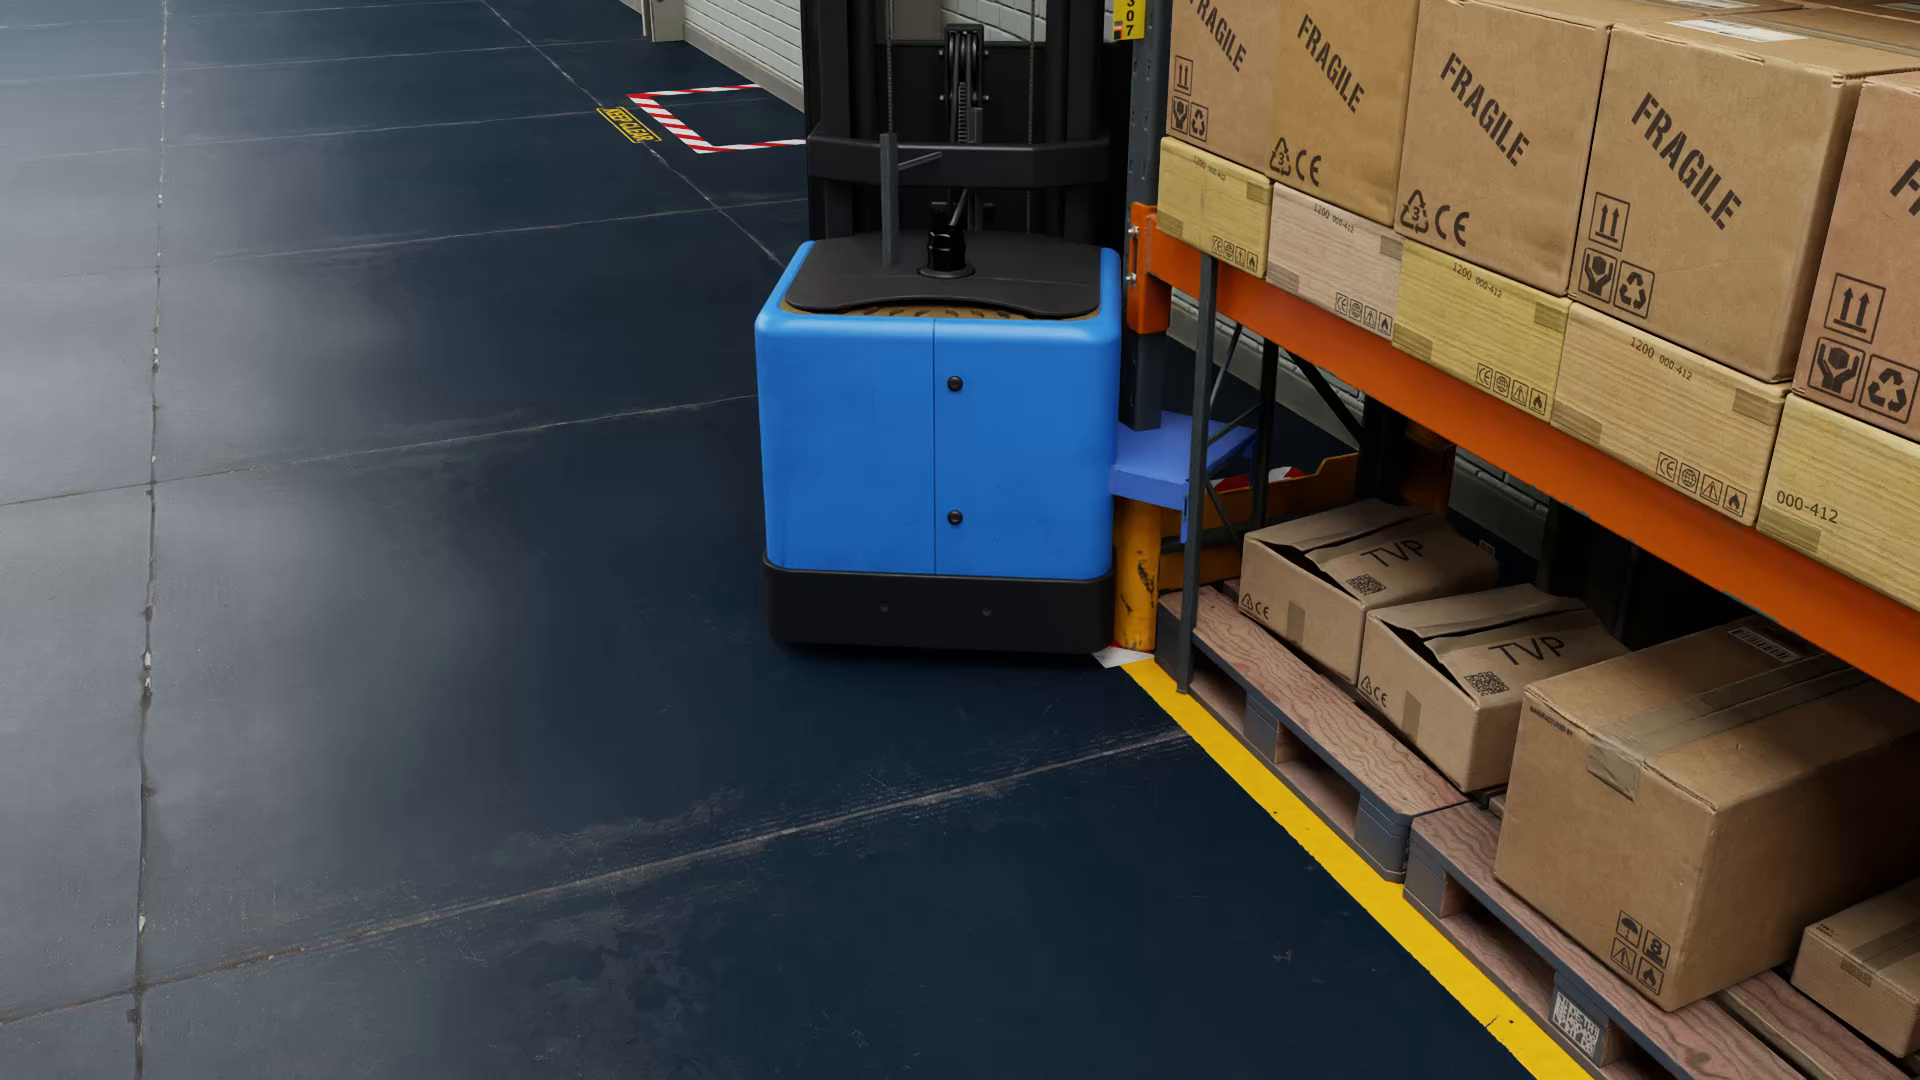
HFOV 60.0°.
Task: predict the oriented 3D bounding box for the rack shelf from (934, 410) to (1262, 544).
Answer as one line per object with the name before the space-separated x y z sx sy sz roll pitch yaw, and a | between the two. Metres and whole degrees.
rack shelf | 0.351 -0.275 5.033 1.000 0.185 0.538 15 29 30

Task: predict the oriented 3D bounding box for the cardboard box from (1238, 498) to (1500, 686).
cardboard box | 1.144 0.105 4.680 0.500 0.311 0.500 -14 29 -26

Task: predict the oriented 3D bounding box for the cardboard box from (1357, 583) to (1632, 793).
cardboard box | 1.367 0.335 4.208 0.500 0.311 0.500 -8 27 -16

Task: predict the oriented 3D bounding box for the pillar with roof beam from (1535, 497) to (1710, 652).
pillar with roof beam | -1.935 -3.023 1.684 9.100 9.000 0.400 -11 28 -21

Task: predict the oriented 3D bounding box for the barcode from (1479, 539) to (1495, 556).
barcode | 1.519 0.039 4.803 0.001 0.075 0.075 -11 28 -21

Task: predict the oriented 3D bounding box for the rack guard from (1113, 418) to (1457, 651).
rack guard | 0.986 -0.047 5.276 1.175 0.500 0.348 -11 28 -21

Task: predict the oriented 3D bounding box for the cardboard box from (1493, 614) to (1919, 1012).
cardboard box | 1.609 0.555 3.543 0.700 0.500 0.500 -12 29 -24

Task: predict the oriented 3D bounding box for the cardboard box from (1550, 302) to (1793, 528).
cardboard box | 1.461 -0.272 3.037 0.500 0.250 0.500 -10 28 -20

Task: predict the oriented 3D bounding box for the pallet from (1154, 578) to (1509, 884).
pallet | 1.271 0.417 4.655 1.003 0.211 1.213 -11 28 -21

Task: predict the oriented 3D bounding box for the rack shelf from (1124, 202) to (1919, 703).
rack shelf | 1.739 -0.070 3.294 1.077 0.370 4.000 -11 28 -21

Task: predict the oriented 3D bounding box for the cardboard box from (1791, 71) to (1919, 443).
cardboard box | 1.665 -0.408 2.459 0.500 0.500 0.500 -11 28 -22

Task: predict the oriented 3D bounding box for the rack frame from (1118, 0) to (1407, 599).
rack frame | 0.956 -1.200 4.790 1.000 3.000 0.127 -11 28 -21

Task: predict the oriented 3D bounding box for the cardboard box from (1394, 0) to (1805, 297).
cardboard box | 1.247 -0.824 3.312 0.500 0.500 0.500 -12 28 -22

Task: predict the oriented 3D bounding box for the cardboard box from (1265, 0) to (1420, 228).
cardboard box | 1.051 -1.033 3.741 0.500 0.500 0.500 -10 28 -20

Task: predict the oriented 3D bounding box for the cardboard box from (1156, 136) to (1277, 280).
cardboard box | 0.855 -0.891 4.303 0.500 0.250 0.500 -11 28 -22

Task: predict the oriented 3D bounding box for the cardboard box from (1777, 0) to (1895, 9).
cardboard box | 1.731 -0.912 3.493 0.500 0.500 0.500 -11 28 -22

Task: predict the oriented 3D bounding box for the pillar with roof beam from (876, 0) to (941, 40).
pillar with roof beam | -4.285 -5.445 6.645 9.100 9.000 0.400 -11 28 -21

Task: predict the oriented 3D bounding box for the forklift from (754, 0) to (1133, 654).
forklift | 0.052 -1.592 5.671 1.130 2.935 3.031 2 26 4

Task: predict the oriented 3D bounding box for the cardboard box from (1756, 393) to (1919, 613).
cardboard box | 1.659 -0.069 2.621 0.500 0.250 0.500 -11 28 -21

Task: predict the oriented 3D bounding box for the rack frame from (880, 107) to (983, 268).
rack frame | -0.075 -0.553 5.212 0.032 1.500 0.500 15 29 30

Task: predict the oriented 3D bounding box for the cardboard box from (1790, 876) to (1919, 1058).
cardboard box | 1.914 0.849 3.341 0.380 0.149 0.250 -13 29 -25

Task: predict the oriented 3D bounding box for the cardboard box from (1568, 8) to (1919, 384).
cardboard box | 1.460 -0.617 2.889 0.500 0.500 0.500 -10 28 -19

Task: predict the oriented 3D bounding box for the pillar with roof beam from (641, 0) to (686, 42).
pillar with roof beam | -6.635 -7.867 11.606 9.100 9.000 0.400 -11 28 -21

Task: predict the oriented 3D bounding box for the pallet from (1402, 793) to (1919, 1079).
pallet | 1.745 0.909 3.648 1.003 0.211 1.213 -11 28 -21

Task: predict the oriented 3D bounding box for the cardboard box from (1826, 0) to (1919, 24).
cardboard box | 1.928 -0.709 3.077 0.500 0.500 0.500 -10 28 -20

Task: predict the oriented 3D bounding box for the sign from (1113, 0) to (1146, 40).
sign | 0.457 -1.496 4.409 0.100 0.325 0.005 -11 28 -21

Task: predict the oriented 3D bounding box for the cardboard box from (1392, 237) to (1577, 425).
cardboard box | 1.265 -0.477 3.456 0.500 0.250 0.500 -11 28 -21

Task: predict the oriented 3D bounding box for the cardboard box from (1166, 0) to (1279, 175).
cardboard box | 0.866 -1.235 4.153 0.500 0.500 0.500 -11 28 -21

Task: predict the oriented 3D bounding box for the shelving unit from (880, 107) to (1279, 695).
shelving unit | 0.350 -0.439 4.958 1.048 1.500 0.538 15 29 30

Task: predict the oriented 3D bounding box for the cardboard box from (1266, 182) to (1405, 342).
cardboard box | 1.071 -0.683 3.879 0.500 0.250 0.500 -11 28 -22

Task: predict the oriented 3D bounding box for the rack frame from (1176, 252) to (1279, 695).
rack frame | 0.775 -0.324 4.703 0.032 1.500 0.500 15 29 30
